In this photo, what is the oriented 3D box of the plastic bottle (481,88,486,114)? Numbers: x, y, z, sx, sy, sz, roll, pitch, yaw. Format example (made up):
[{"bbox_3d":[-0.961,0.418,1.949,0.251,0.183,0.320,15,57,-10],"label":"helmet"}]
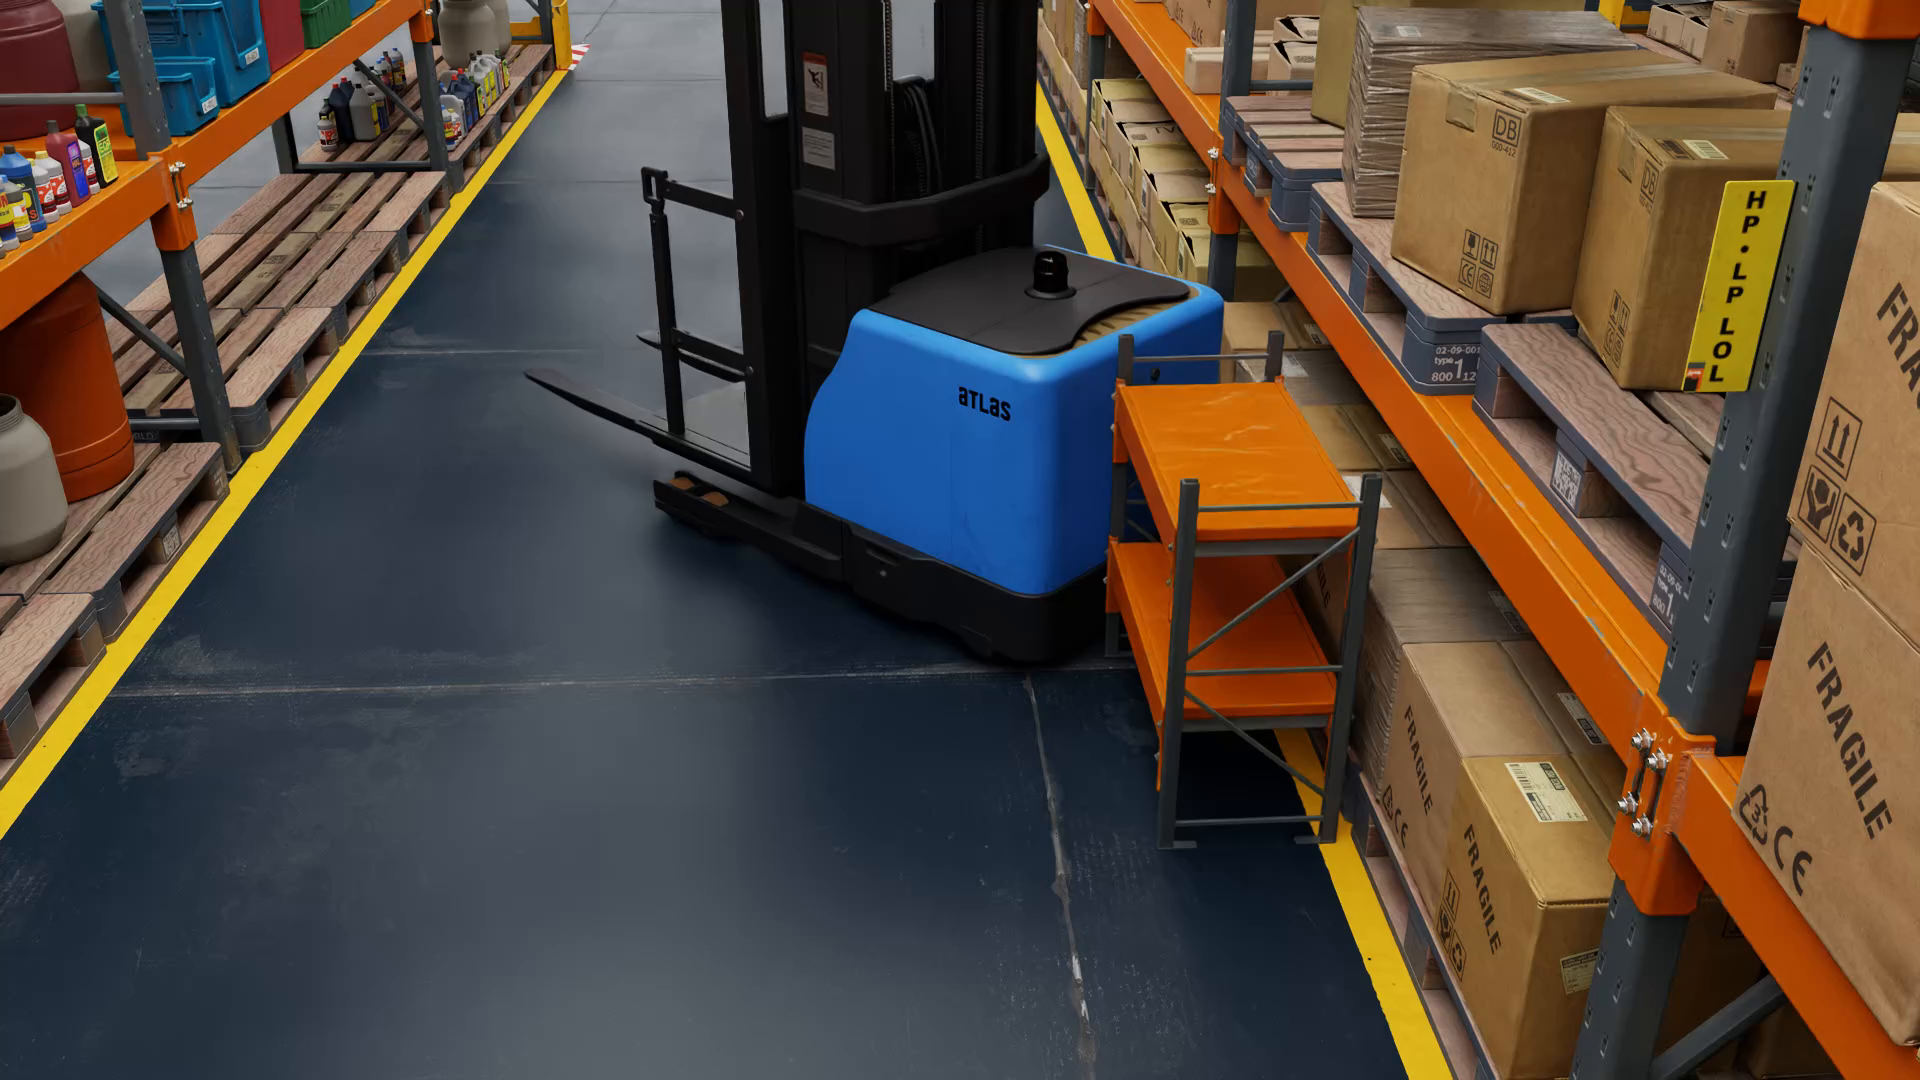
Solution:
[{"bbox_3d":[-3.287,-3.006,11.320,0.097,0.201,0.097,0,28,0],"label":"plastic bottle"}]

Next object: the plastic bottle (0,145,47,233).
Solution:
[{"bbox_3d":[-2.992,-1.119,5.291,0.097,0.271,0.097,0,28,0],"label":"plastic bottle"}]

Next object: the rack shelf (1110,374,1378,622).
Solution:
[{"bbox_3d":[0.762,-0.147,4.683,0.538,0.278,1.000,-2,28,-3],"label":"rack shelf"}]

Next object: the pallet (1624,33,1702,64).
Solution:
[{"bbox_3d":[6.037,-3.889,13.478,1.003,0.211,1.213,-1,28,-3],"label":"pallet"}]

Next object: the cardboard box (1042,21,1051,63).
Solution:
[{"bbox_3d":[0.915,-3.898,13.000,0.500,0.250,0.500,-1,28,-3],"label":"cardboard box"}]

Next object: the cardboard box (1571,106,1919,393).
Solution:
[{"bbox_3d":[1.805,-0.644,3.679,0.700,0.500,0.500,3,28,5],"label":"cardboard box"}]

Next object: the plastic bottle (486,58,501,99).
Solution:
[{"bbox_3d":[-3.341,-3.266,11.738,0.152,0.276,0.135,-2,28,-4],"label":"plastic bottle"}]

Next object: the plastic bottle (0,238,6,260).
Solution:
[{"bbox_3d":[-2.977,-0.953,5.049,0.097,0.201,0.097,0,28,0],"label":"plastic bottle"}]

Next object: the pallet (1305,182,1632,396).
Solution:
[{"bbox_3d":[1.603,-0.738,4.628,1.003,0.211,1.213,-1,28,-3],"label":"pallet"}]

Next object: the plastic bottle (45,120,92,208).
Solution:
[{"bbox_3d":[-2.990,-1.268,5.564,0.061,0.283,0.133,-1,28,-3],"label":"plastic bottle"}]

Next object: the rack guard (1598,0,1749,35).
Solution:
[{"bbox_3d":[6.030,-4.393,14.133,1.175,0.500,0.348,-1,28,-3],"label":"rack guard"}]

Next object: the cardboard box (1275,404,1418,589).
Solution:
[{"bbox_3d":[1.290,-0.117,5.458,0.500,0.500,0.500,-2,28,-3],"label":"cardboard box"}]

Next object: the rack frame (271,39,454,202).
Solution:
[{"bbox_3d":[-3.658,-3.450,9.621,1.000,3.000,0.127,-1,28,-3],"label":"rack frame"}]

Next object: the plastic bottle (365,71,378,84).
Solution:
[{"bbox_3d":[-4.011,-3.041,11.306,0.152,0.276,0.135,-1,28,-2],"label":"plastic bottle"}]

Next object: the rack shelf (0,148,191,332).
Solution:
[{"bbox_3d":[-3.345,-0.360,4.475,1.077,0.370,4.000,-1,28,-3],"label":"rack shelf"}]

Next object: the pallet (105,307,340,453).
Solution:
[{"bbox_3d":[-3.451,-0.725,7.412,1.003,0.211,1.213,-1,28,-3],"label":"pallet"}]

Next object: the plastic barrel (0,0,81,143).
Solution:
[{"bbox_3d":[-3.776,-1.870,6.445,0.600,0.536,0.708,-1,28,-3],"label":"plastic barrel"}]

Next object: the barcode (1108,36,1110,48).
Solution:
[{"bbox_3d":[0.886,-2.953,9.856,0.001,0.075,0.075,-1,28,-3],"label":"barcode"}]

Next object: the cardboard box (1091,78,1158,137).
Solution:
[{"bbox_3d":[1.061,-2.587,9.879,0.500,0.311,0.500,-1,28,-2],"label":"cardboard box"}]

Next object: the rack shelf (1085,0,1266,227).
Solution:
[{"bbox_3d":[1.393,-2.325,8.243,1.077,0.370,4.000,-1,28,-3],"label":"rack shelf"}]

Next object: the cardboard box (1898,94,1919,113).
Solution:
[{"bbox_3d":[6.177,-2.875,11.106,0.380,0.166,0.250,-5,28,-9],"label":"cardboard box"}]

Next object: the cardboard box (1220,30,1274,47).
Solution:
[{"bbox_3d":[1.374,-2.197,7.490,0.380,0.149,0.250,1,28,1],"label":"cardboard box"}]

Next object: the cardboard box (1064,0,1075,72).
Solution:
[{"bbox_3d":[1.001,-3.538,11.499,0.500,0.500,0.500,-1,28,-3],"label":"cardboard box"}]

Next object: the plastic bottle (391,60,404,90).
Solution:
[{"bbox_3d":[-4.078,-3.359,11.997,0.097,0.201,0.097,0,28,0],"label":"plastic bottle"}]

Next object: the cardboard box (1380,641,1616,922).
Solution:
[{"bbox_3d":[1.377,0.590,4.102,0.500,0.500,0.500,-1,28,-2],"label":"cardboard box"}]

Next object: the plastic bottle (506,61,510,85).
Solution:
[{"bbox_3d":[-3.334,-3.414,12.103,0.097,0.201,0.097,0,28,0],"label":"plastic bottle"}]

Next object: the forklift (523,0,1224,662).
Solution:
[{"bbox_3d":[-0.535,-1.473,5.904,3.031,2.935,1.130,23,35,36],"label":"forklift"}]

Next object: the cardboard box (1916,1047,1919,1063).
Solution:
[{"bbox_3d":[1.490,0.560,1.824,0.500,0.500,0.500,-1,28,-2],"label":"cardboard box"}]

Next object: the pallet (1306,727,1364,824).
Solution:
[{"bbox_3d":[1.559,0.423,5.210,1.003,0.211,1.213,-1,28,-3],"label":"pallet"}]

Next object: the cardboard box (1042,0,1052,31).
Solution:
[{"bbox_3d":[0.913,-4.231,12.827,0.500,0.500,0.500,-1,28,-3],"label":"cardboard box"}]

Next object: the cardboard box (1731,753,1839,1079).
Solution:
[{"bbox_3d":[1.924,0.810,3.680,0.500,0.500,0.500,-3,28,-5],"label":"cardboard box"}]

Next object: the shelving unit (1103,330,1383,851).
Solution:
[{"bbox_3d":[0.762,0.112,4.819,0.538,1.125,1.048,-2,28,-3],"label":"shelving unit"}]

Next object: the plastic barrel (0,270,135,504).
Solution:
[{"bbox_3d":[-3.407,-0.601,6.052,0.600,0.830,0.708,-1,28,-3],"label":"plastic barrel"}]

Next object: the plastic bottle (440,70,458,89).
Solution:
[{"bbox_3d":[-3.465,-3.089,11.398,0.152,0.276,0.135,-1,28,-3],"label":"plastic bottle"}]

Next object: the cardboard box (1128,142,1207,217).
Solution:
[{"bbox_3d":[1.143,-1.877,8.518,0.500,0.311,0.500,-1,28,-1],"label":"cardboard box"}]

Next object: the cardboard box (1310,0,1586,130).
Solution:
[{"bbox_3d":[1.643,-1.663,5.633,0.700,0.500,0.500,-11,29,-20],"label":"cardboard box"}]

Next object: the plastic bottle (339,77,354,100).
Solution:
[{"bbox_3d":[-3.990,-2.850,10.859,0.144,0.351,0.185,-3,28,-5],"label":"plastic bottle"}]

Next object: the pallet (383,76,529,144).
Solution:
[{"bbox_3d":[-3.719,-3.090,11.946,1.003,0.211,1.213,-1,28,-3],"label":"pallet"}]

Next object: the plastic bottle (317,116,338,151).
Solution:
[{"bbox_3d":[-3.989,-2.564,10.474,0.097,0.201,0.097,0,28,0],"label":"plastic bottle"}]

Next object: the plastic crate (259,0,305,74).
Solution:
[{"bbox_3d":[-3.228,-2.385,7.510,0.402,0.464,0.583,-1,28,-3],"label":"plastic crate"}]

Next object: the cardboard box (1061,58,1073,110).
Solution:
[{"bbox_3d":[0.989,-3.206,11.672,0.500,0.250,0.500,-1,28,-3],"label":"cardboard box"}]

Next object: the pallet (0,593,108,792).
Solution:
[{"bbox_3d":[-3.306,0.559,4.951,1.003,0.211,1.213,-1,28,-3],"label":"pallet"}]

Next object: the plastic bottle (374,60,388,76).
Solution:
[{"bbox_3d":[-4.061,-3.233,11.680,0.097,0.271,0.097,0,28,0],"label":"plastic bottle"}]

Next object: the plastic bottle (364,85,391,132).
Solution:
[{"bbox_3d":[-3.843,-2.832,10.905,0.152,0.276,0.135,-1,28,-3],"label":"plastic bottle"}]

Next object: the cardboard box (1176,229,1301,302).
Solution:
[{"bbox_3d":[1.224,-1.172,7.167,0.500,0.311,0.500,-1,28,-1],"label":"cardboard box"}]

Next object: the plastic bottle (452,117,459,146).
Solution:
[{"bbox_3d":[-3.243,-2.609,10.559,0.097,0.201,0.097,0,28,0],"label":"plastic bottle"}]

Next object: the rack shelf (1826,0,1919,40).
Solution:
[{"bbox_3d":[1.810,0.039,0.466,1.077,0.370,4.000,-1,28,-3],"label":"rack shelf"}]

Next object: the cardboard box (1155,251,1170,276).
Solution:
[{"bbox_3d":[1.196,-1.163,7.755,0.500,0.250,0.500,-2,28,-3],"label":"cardboard box"}]

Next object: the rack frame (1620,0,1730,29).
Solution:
[{"bbox_3d":[6.026,-5.537,13.622,1.000,3.000,0.127,-1,28,-3],"label":"rack frame"}]

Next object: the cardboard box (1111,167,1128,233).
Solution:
[{"bbox_3d":[1.117,-1.868,9.106,0.500,0.250,0.500,-2,28,-4],"label":"cardboard box"}]

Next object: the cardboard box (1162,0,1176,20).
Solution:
[{"bbox_3d":[1.340,-3.014,8.677,0.500,0.500,0.500,1,28,1],"label":"cardboard box"}]

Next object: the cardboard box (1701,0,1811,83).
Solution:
[{"bbox_3d":[5.991,-3.698,12.325,0.700,0.500,0.500,-3,28,-6],"label":"cardboard box"}]

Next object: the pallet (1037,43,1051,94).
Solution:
[{"bbox_3d":[1.161,-3.827,13.359,1.003,0.211,1.213,-1,28,-3],"label":"pallet"}]

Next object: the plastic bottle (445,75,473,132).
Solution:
[{"bbox_3d":[-3.286,-2.853,10.866,0.144,0.351,0.185,-1,28,-1],"label":"plastic bottle"}]
